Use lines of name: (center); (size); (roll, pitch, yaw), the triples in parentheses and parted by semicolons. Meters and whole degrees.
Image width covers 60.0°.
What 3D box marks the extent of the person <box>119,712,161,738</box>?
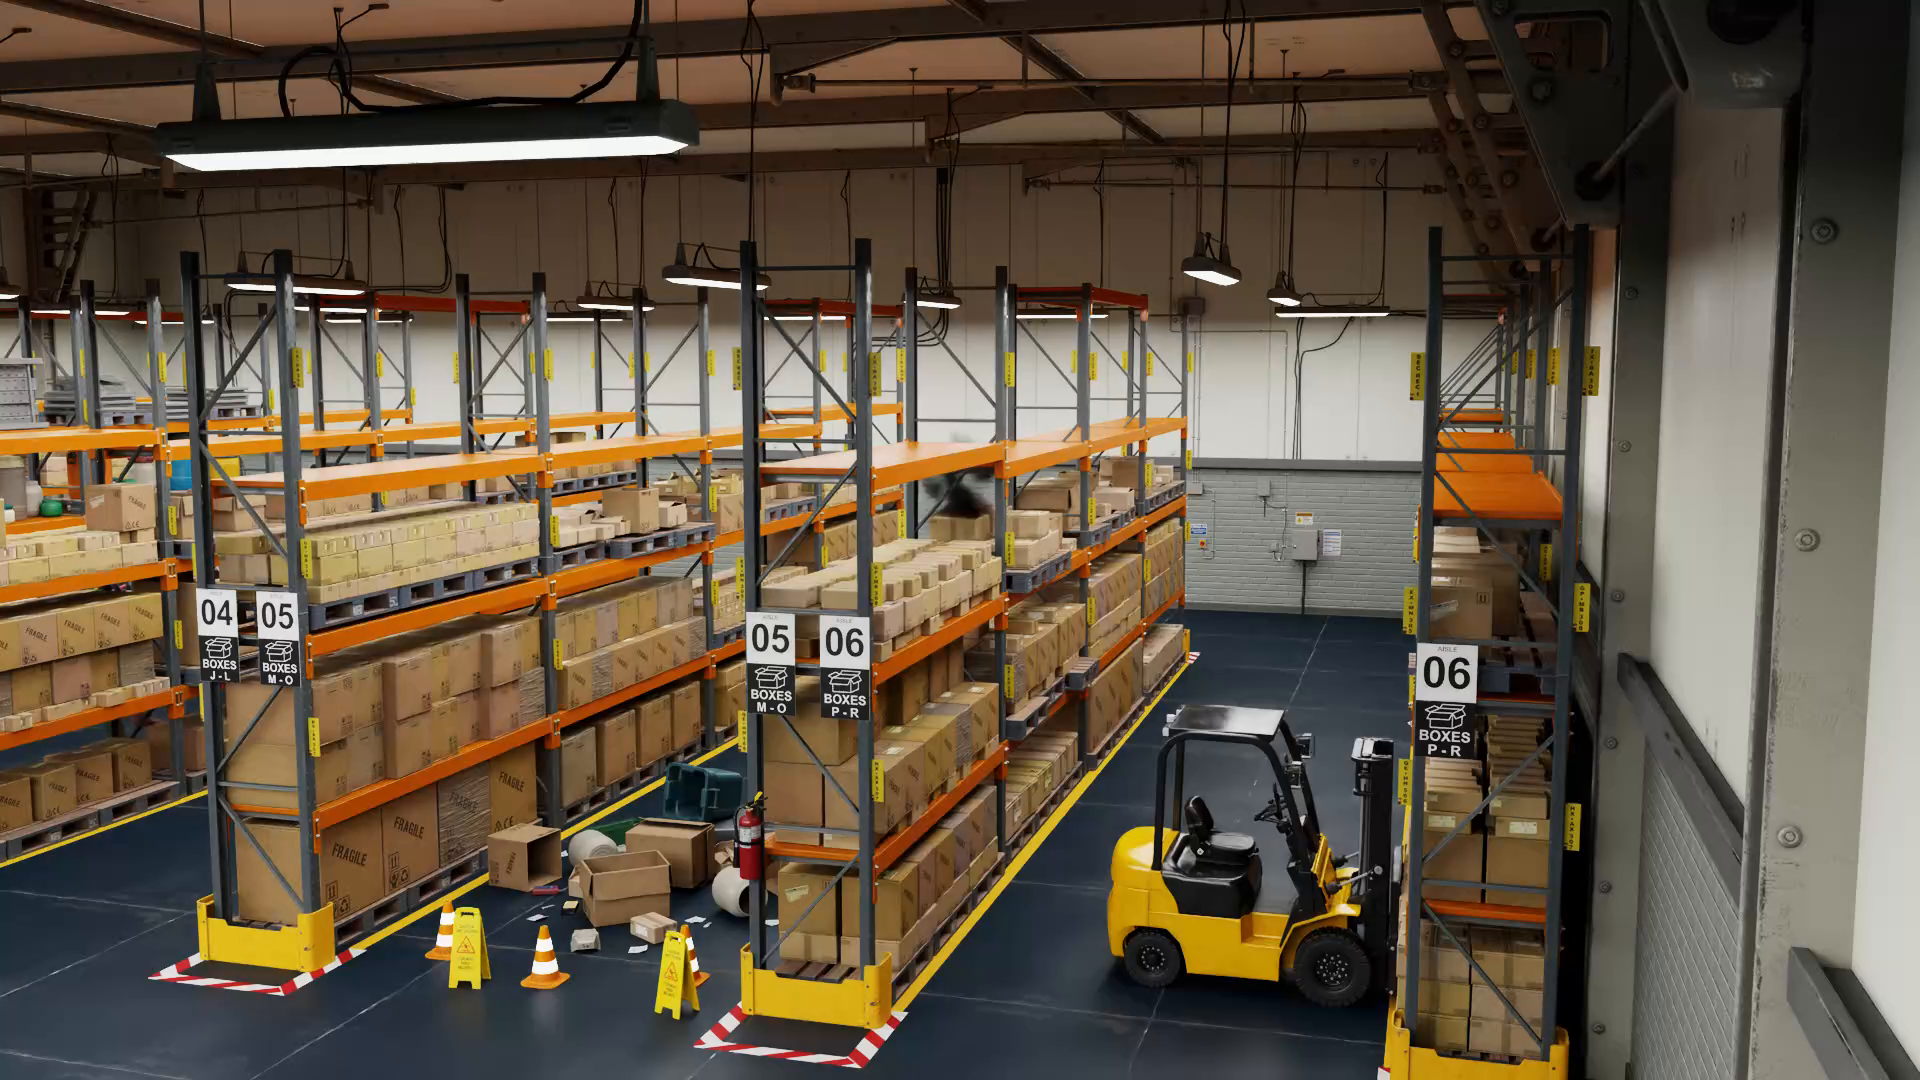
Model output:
person: (-10.673, 1.948, 21.374); (0.586, 1.645, 0.914); (2, 7, 17)
